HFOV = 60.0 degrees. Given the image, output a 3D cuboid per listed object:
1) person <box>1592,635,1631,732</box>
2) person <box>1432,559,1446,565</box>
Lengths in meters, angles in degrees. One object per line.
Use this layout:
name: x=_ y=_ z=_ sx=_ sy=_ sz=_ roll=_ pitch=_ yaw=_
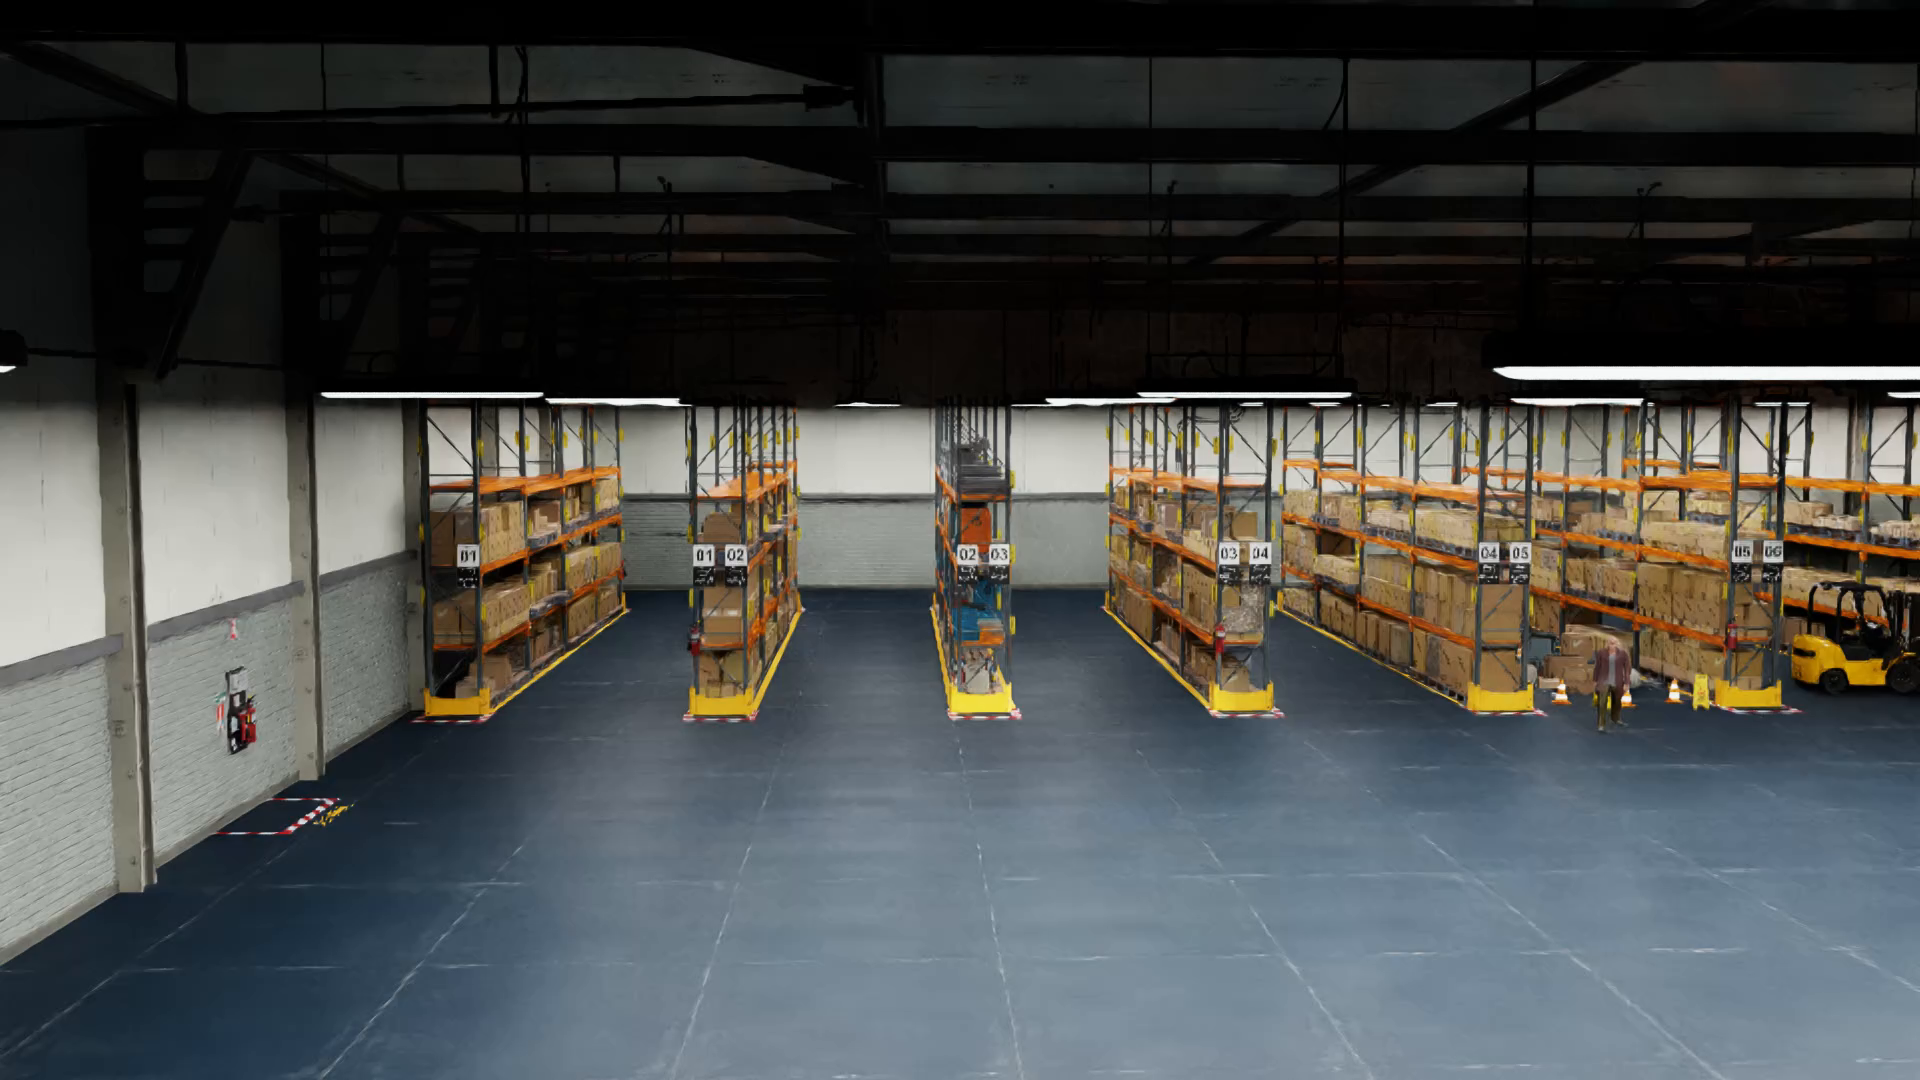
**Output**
person: x=11.612 y=2.534 z=29.642 sx=0.633 sy=1.728 sz=1.045 roll=2 pitch=5 yaw=19
person: x=14.341 y=0.953 z=49.595 sx=0.635 sy=1.738 sz=0.584 roll=-3 pitch=5 yaw=-34
